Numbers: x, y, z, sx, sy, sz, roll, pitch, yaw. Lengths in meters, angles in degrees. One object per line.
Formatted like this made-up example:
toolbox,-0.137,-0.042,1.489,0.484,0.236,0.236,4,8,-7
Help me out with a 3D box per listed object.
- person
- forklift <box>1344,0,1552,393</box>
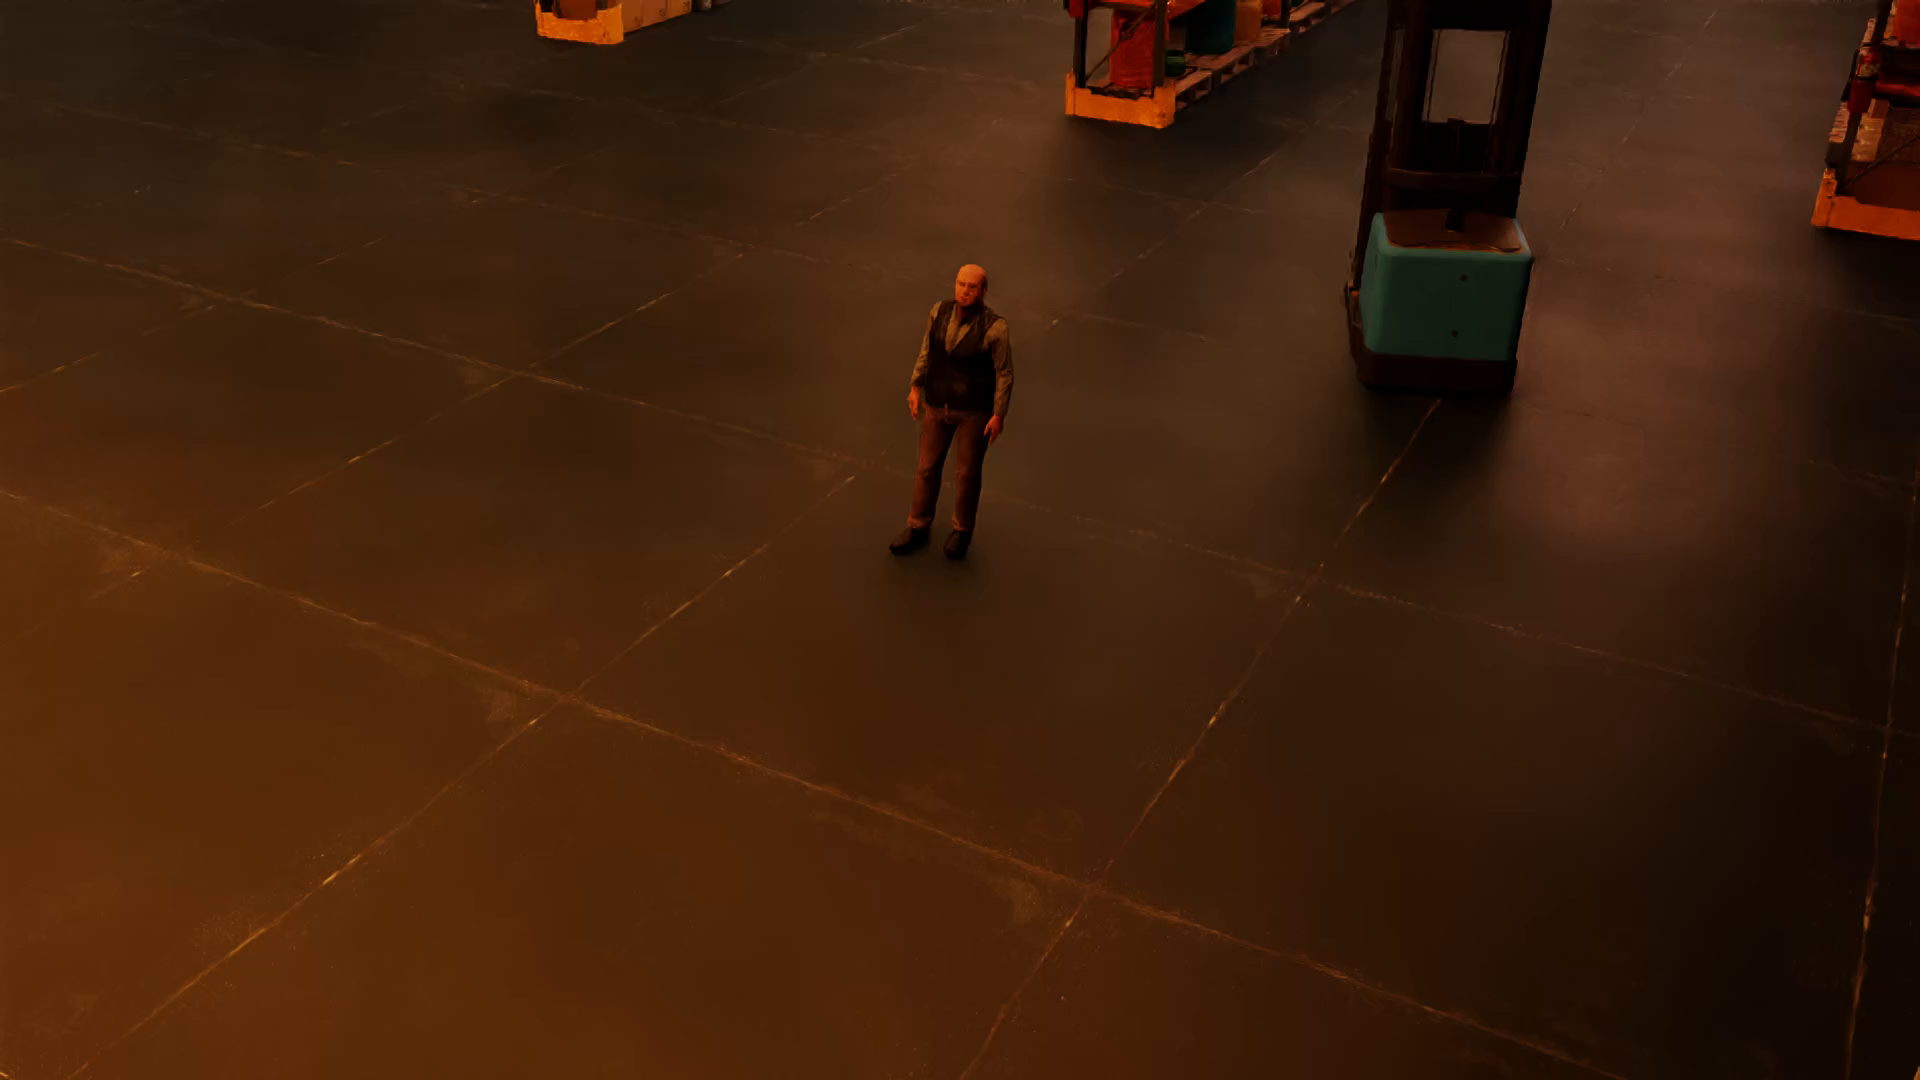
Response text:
person,-0.037,-0.726,9.525,0.632,1.720,0.567,15,33,25
forklift,3.592,-3.018,12.300,1.130,2.935,3.031,4,30,8
